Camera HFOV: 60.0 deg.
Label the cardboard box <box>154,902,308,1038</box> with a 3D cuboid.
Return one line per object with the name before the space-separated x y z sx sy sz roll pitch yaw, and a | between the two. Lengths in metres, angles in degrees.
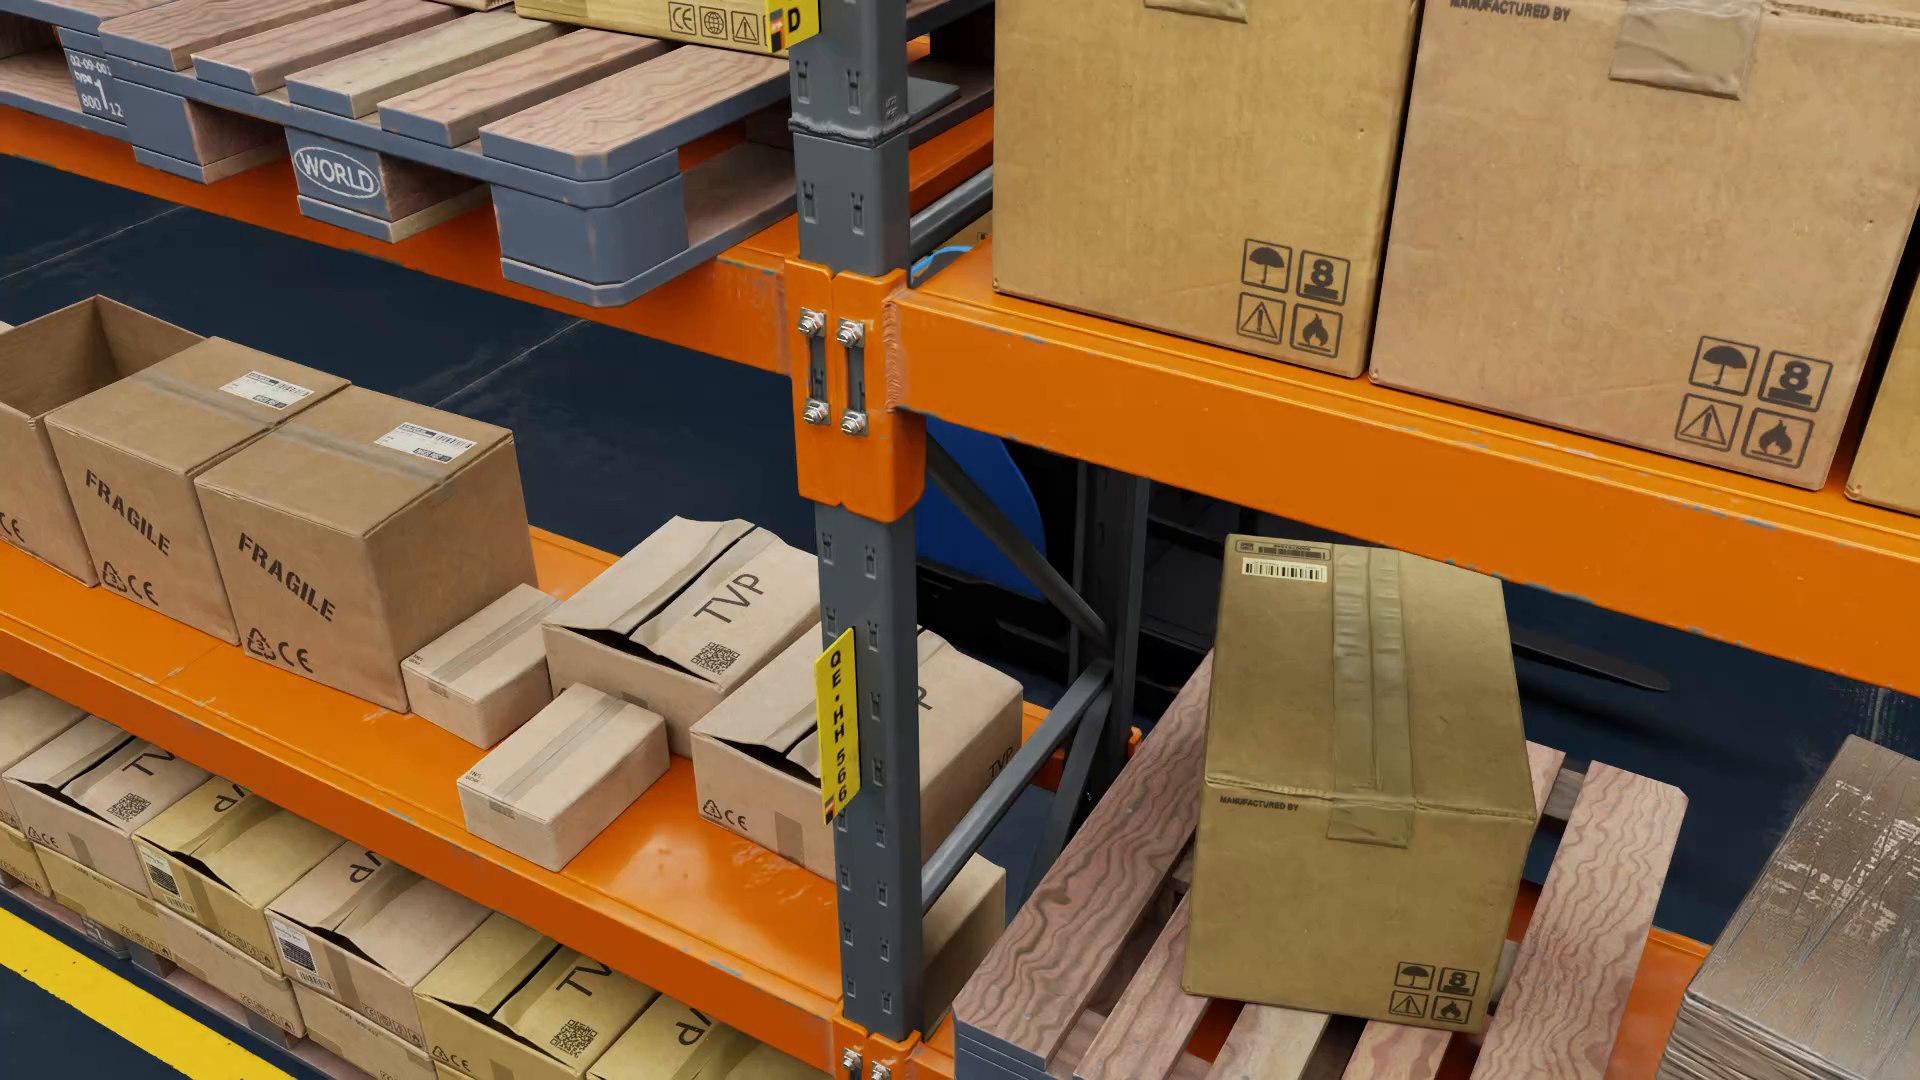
cardboard box | -1.825 1.027 4.603 0.500 0.250 0.500 18 38 25

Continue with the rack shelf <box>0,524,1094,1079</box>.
rack shelf | -1.652 0.254 4.311 4.000 0.370 1.077 18 37 24

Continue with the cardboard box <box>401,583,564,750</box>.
cardboard box | -1.050 0.286 3.842 0.250 0.149 0.380 21 39 28

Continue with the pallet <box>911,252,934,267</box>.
pallet | -0.257 -1.606 8.972 1.213 0.211 1.003 18 37 24

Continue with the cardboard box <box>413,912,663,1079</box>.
cardboard box | -0.947 1.076 4.025 0.500 0.311 0.500 17 37 24

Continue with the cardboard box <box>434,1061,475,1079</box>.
cardboard box | -0.942 1.307 4.183 0.500 0.250 0.500 17 37 24

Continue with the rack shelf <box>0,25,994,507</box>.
rack shelf | -1.652 -0.995 3.480 4.000 0.370 1.077 18 37 24

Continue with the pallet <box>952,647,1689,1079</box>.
pallet | 0.708 0.737 3.110 1.003 0.211 1.213 18 37 24

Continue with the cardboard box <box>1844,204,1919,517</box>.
cardboard box | 1.375 -0.399 1.846 0.500 0.500 0.910 18 37 24

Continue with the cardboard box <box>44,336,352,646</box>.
cardboard box | -1.837 -0.135 4.157 0.500 0.500 0.500 18 38 24

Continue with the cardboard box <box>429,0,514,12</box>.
cardboard box | -0.801 -1.089 2.730 0.500 0.250 0.500 19 38 26

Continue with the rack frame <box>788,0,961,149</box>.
rack frame | 0.085 -1.992 1.623 0.127 3.000 1.000 18 37 24

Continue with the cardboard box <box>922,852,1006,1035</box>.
cardboard box | -0.224 0.955 4.205 0.500 0.311 0.500 19 38 26

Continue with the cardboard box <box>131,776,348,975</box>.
cardboard box | -1.817 0.796 4.444 0.500 0.311 0.500 19 38 26

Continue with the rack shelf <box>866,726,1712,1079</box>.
rack shelf | 1.821 1.354 2.659 4.000 0.370 1.077 18 37 24

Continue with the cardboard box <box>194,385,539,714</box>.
cardboard box | -1.380 0.009 3.939 0.500 0.500 0.500 16 37 22

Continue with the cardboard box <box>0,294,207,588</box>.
cardboard box | -2.272 -0.273 4.364 0.500 0.500 0.500 20 39 28

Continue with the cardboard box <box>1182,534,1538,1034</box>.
cardboard box | 0.687 0.407 2.963 0.500 0.500 0.700 6 34 9

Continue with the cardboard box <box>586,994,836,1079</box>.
cardboard box | -0.492 1.215 3.815 0.500 0.311 0.500 19 38 26

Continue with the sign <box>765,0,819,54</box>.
sign | -0.198 -0.727 1.892 0.005 0.325 0.100 18 37 24

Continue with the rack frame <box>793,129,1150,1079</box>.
rack frame | 0.085 0.505 3.286 0.127 3.000 1.000 18 37 24

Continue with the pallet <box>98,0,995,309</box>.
pallet | -0.549 -0.809 2.723 1.003 0.211 1.213 19 38 27

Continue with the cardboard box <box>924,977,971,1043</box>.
cardboard box | -0.224 1.189 4.360 0.500 0.250 0.500 17 37 24

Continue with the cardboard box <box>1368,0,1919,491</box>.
cardboard box | 0.923 -0.542 2.060 0.500 0.500 0.910 18 37 24

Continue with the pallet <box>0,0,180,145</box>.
pallet | -1.521 -1.115 3.182 1.213 0.211 1.003 19 38 27

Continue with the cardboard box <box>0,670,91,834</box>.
cardboard box | -2.721 0.515 4.867 0.500 0.311 0.500 17 37 24

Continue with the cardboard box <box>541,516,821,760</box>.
cardboard box | -0.596 0.203 3.820 0.500 0.311 0.500 17 37 24

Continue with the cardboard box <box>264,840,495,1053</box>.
cardboard box | -1.383 0.935 4.235 0.500 0.311 0.500 17 37 24

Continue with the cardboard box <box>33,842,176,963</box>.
cardboard box | -2.267 0.887 4.814 0.500 0.250 0.500 16 37 23

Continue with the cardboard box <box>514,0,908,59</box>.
cardboard box | -0.337 -0.954 2.526 0.500 0.250 0.500 15 36 21

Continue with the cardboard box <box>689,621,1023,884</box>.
cardboard box | -0.209 0.421 3.492 0.500 0.311 0.500 20 39 27

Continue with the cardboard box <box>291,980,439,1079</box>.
cardboard box | -1.377 1.167 4.393 0.500 0.250 0.500 18 38 25

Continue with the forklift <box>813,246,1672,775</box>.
forklift | 0.954 -0.849 5.381 3.031 2.935 1.130 20 38 27

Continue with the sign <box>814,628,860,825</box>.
sign | -0.188 0.291 2.563 0.005 0.325 0.100 18 37 24

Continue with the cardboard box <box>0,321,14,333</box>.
cardboard box | -2.939 -0.419 4.808 0.500 0.250 0.500 20 39 27

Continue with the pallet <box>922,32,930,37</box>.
pallet | -0.342 -2.620 8.152 1.213 0.211 1.003 18 37 24

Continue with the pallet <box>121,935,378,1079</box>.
pallet | -1.666 1.084 4.932 1.213 0.211 1.003 18 37 24

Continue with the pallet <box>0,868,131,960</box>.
pallet | -2.729 0.749 5.435 1.213 0.211 1.003 18 37 24

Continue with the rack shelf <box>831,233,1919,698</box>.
rack shelf | 1.821 0.106 1.828 4.000 0.370 1.077 18 37 24

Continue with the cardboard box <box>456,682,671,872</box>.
cardboard box | -0.833 0.495 3.527 0.250 0.149 0.380 18 37 24

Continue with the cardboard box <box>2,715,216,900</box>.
cardboard box | -2.271 0.656 4.654 0.500 0.311 0.500 16 37 23

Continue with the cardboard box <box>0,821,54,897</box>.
cardboard box | -2.718 0.746 5.026 0.500 0.250 0.500 19 38 26

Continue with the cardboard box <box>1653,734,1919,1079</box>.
cardboard box | 1.387 0.751 2.448 0.500 0.500 0.700 25 41 33

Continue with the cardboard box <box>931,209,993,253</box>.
cardboard box | 0.187 -1.811 8.621 0.500 0.500 0.700 17 37 23

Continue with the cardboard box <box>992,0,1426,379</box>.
cardboard box | 0.480 -0.682 2.271 0.500 0.500 0.910 18 37 24
